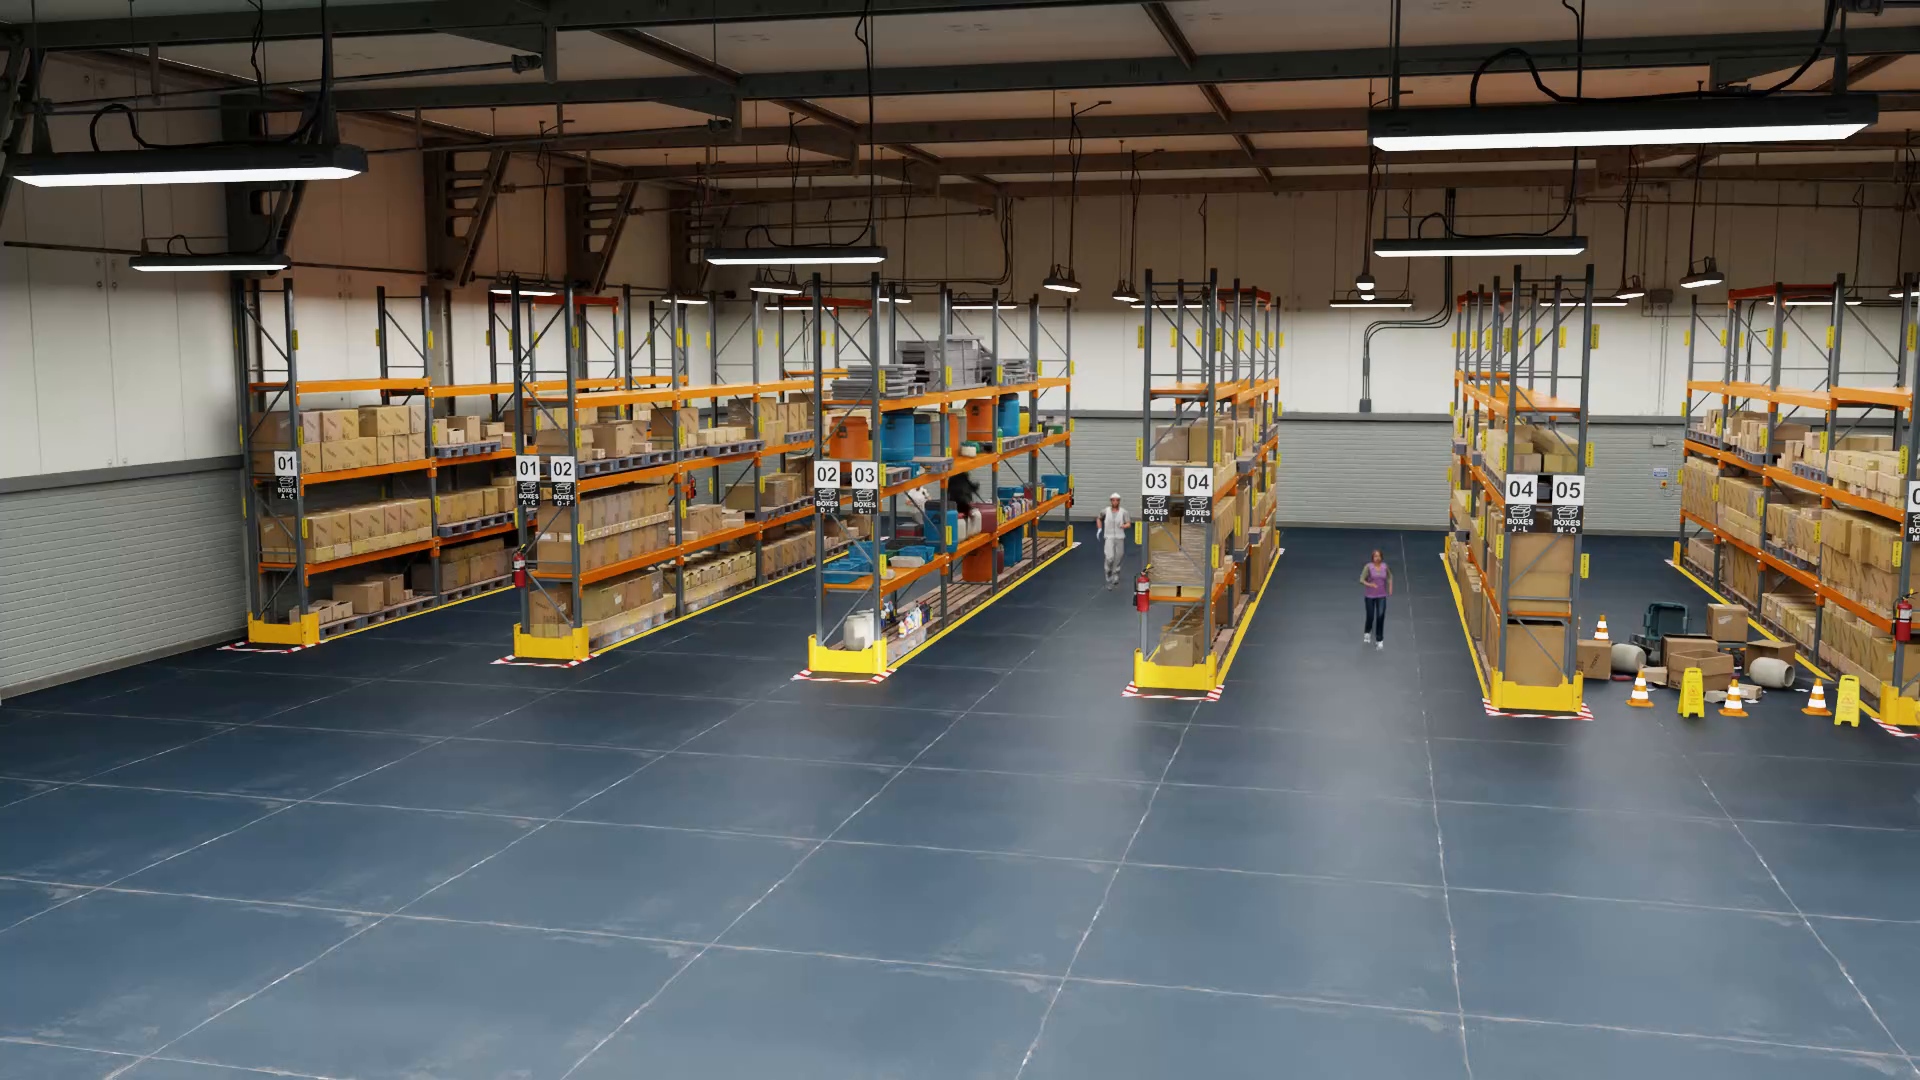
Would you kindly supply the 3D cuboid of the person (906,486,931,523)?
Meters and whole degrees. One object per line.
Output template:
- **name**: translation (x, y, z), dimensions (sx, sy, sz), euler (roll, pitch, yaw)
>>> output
- **person**: translation (-1.018, -0.678, 40.863), dimensions (0.646, 1.653, 0.791), euler (-1, 7, -11)

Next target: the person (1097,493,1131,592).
- **person**: translation (2.939, 0.041, 31.750), dimensions (0.641, 1.868, 0.717), euler (0, 7, 0)

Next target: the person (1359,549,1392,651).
- **person**: translation (6.793, 0.953, 27.188), dimensions (0.557, 1.634, 0.758), euler (0, 7, 4)
